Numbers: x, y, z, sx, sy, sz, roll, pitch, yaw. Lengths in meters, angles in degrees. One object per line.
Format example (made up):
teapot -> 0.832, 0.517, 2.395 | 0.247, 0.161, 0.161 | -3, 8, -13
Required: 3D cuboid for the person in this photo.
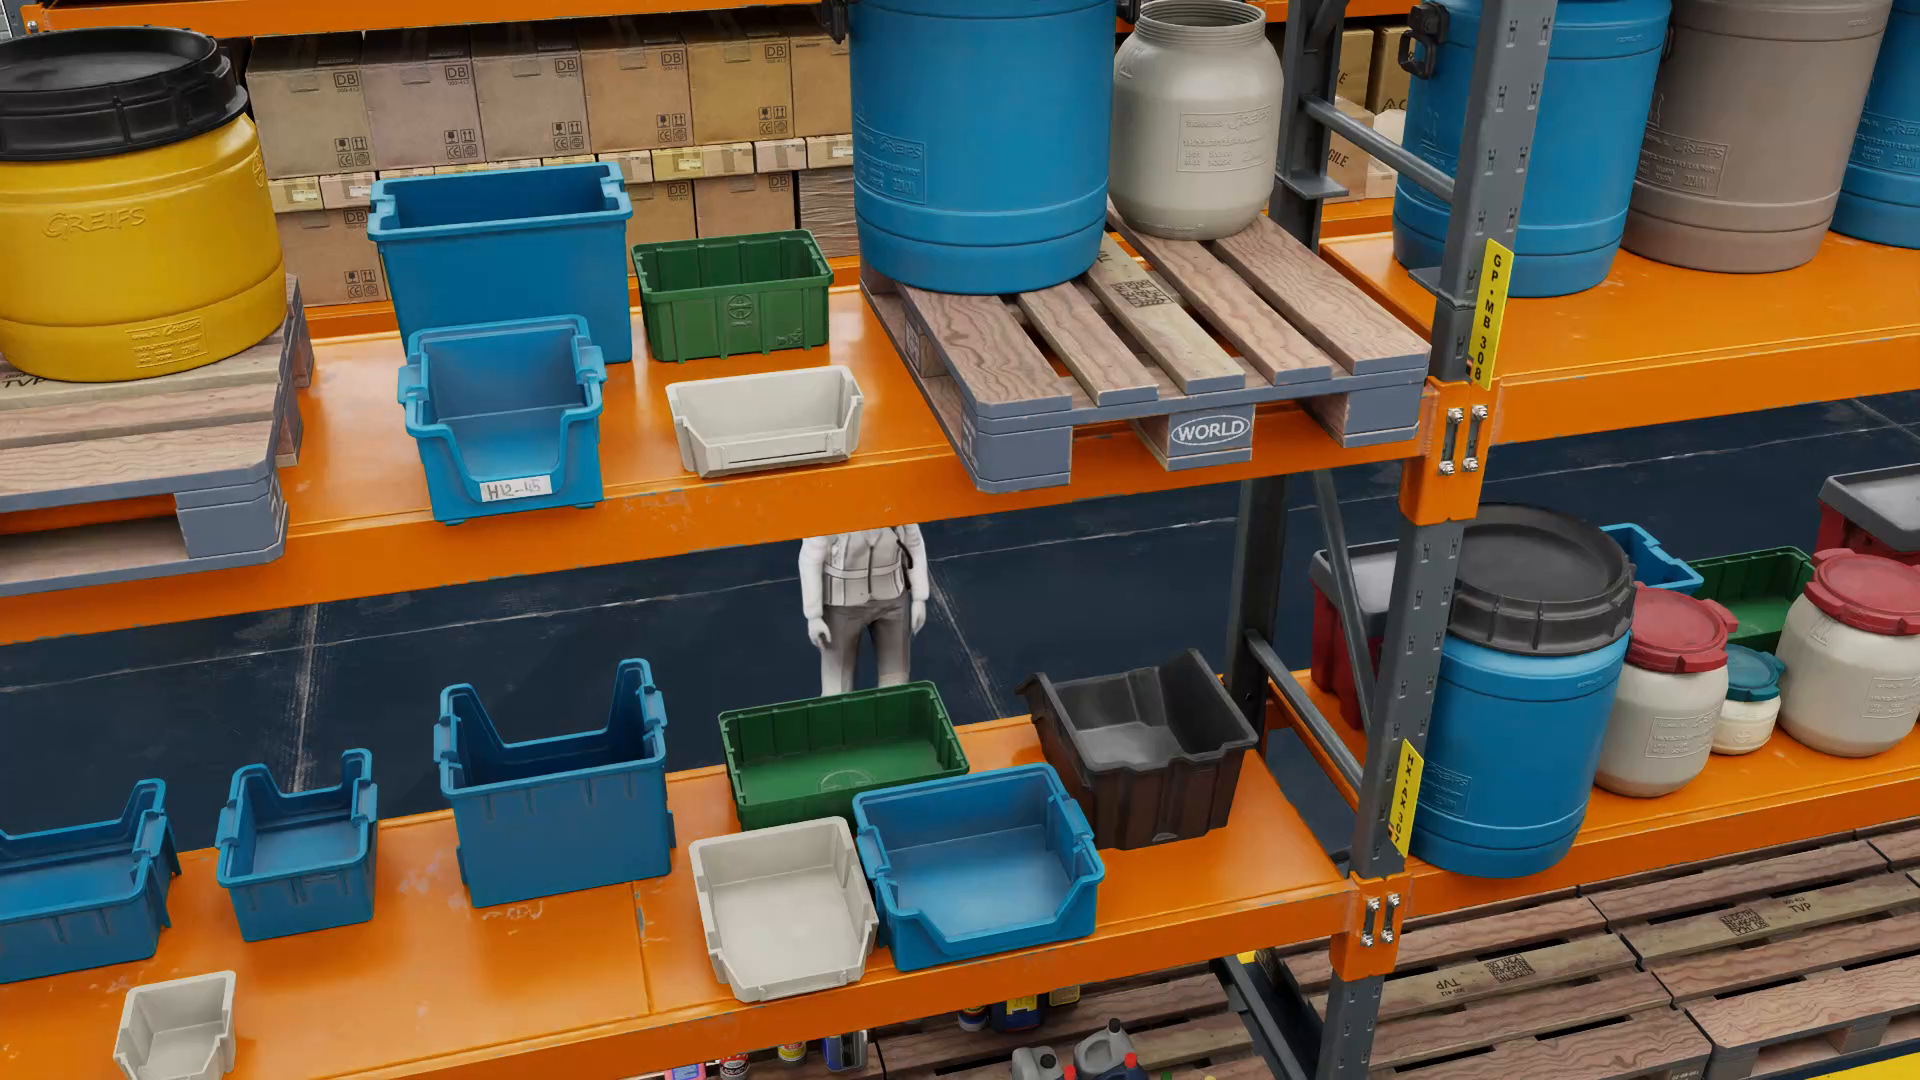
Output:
person -> -0.366, 0.281, 6.650 | 0.523, 1.663, 0.413 | -9, 32, -15
